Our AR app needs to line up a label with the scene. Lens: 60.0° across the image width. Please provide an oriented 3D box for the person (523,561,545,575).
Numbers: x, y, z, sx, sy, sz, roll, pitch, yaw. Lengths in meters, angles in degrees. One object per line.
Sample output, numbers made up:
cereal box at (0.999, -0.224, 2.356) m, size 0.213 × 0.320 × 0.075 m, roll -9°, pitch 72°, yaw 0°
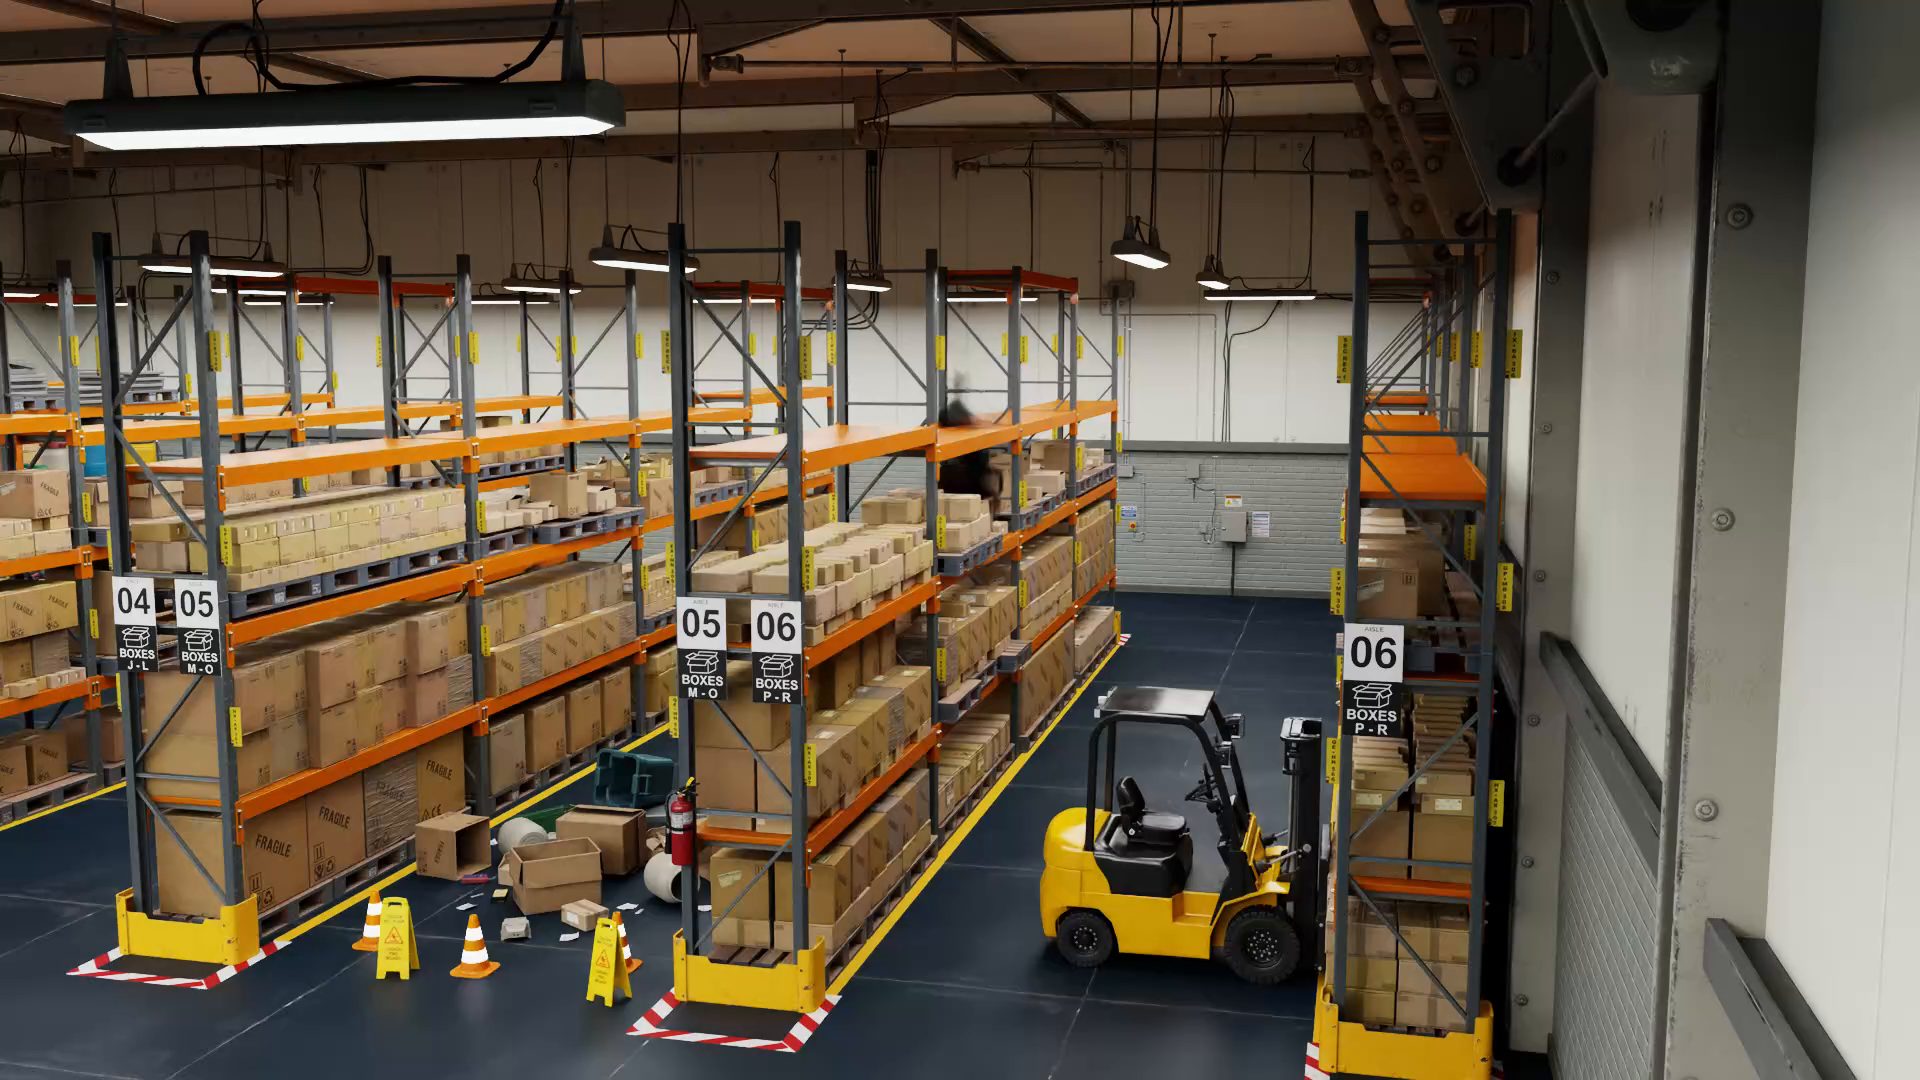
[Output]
person at (-6.741, 1.076, 26.477) m, size 0.636 × 1.764 × 0.850 m, roll 1°, pitch 7°, yaw 10°
